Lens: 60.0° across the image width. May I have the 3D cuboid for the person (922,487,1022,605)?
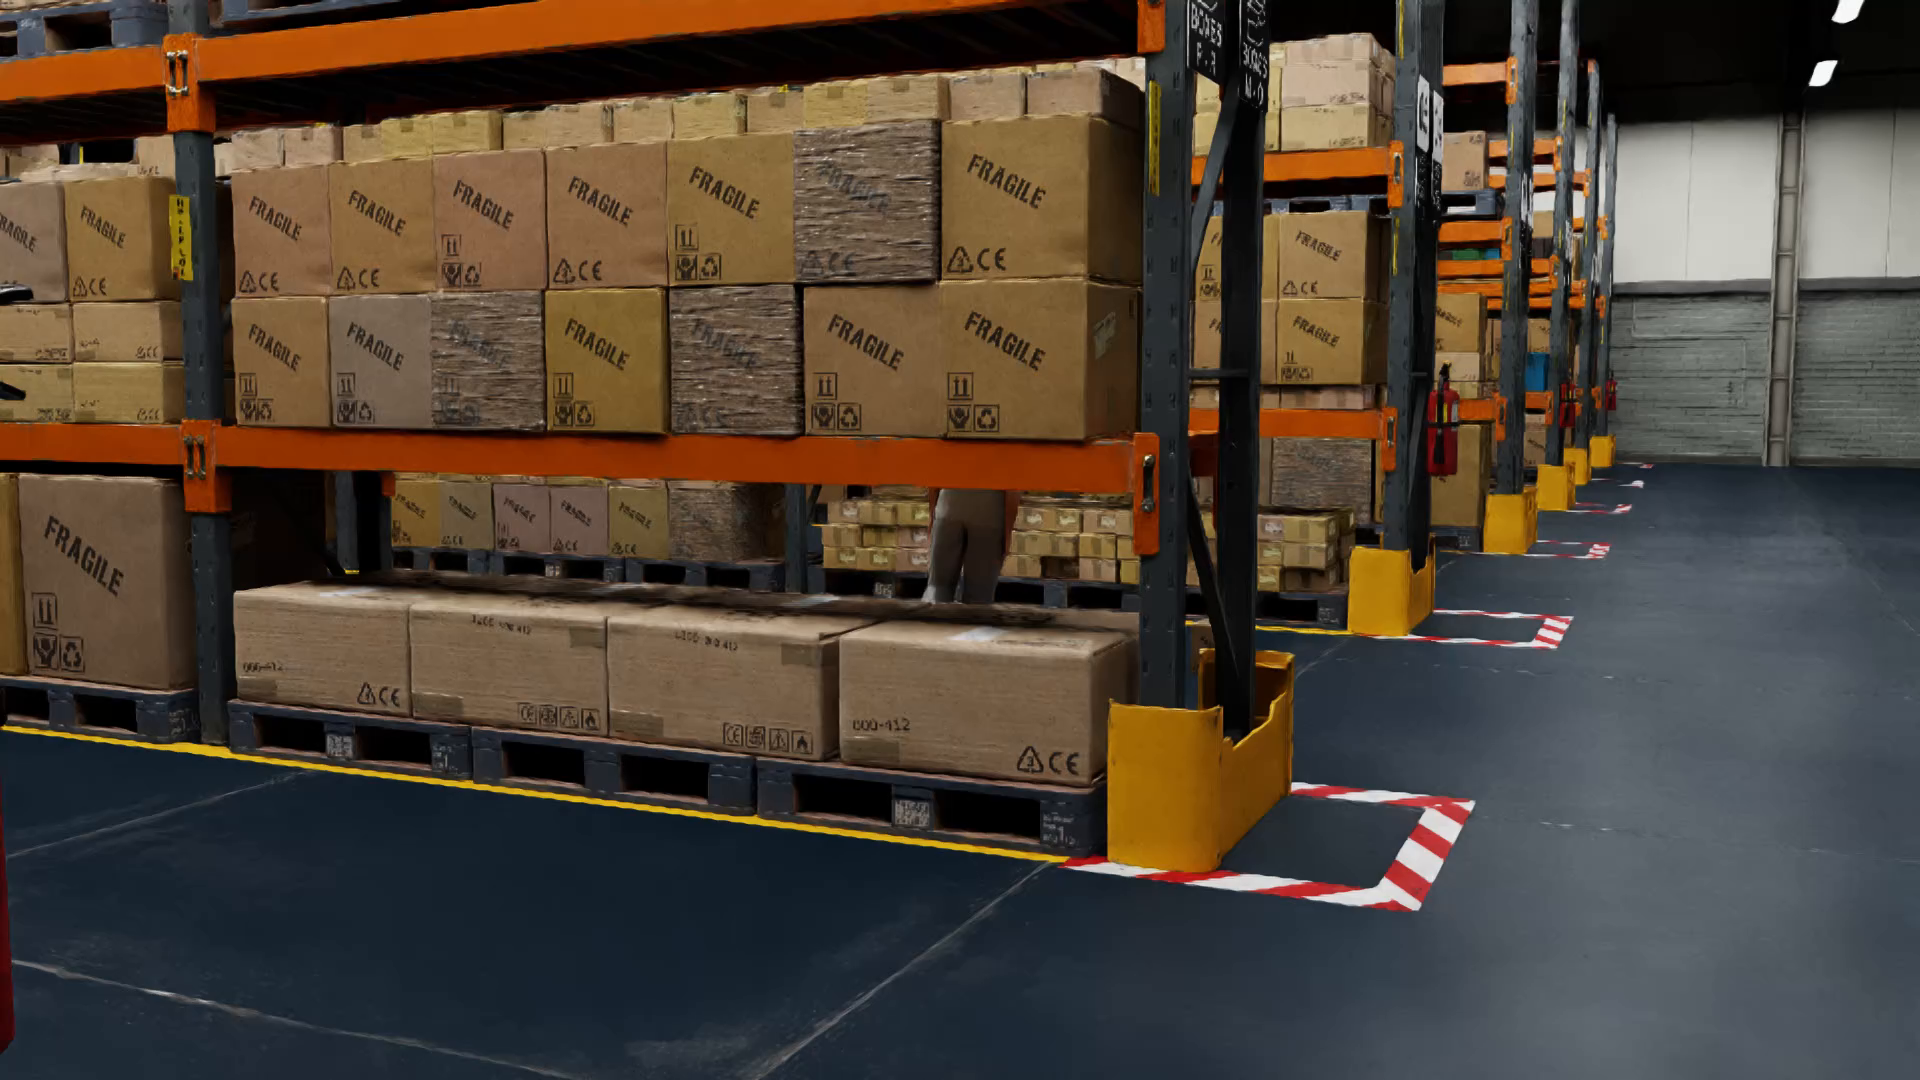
[{"bbox_3d":[0.053,-0.054,7.529,0.531,1.623,0.567,2,6,17],"label":"person"}]
